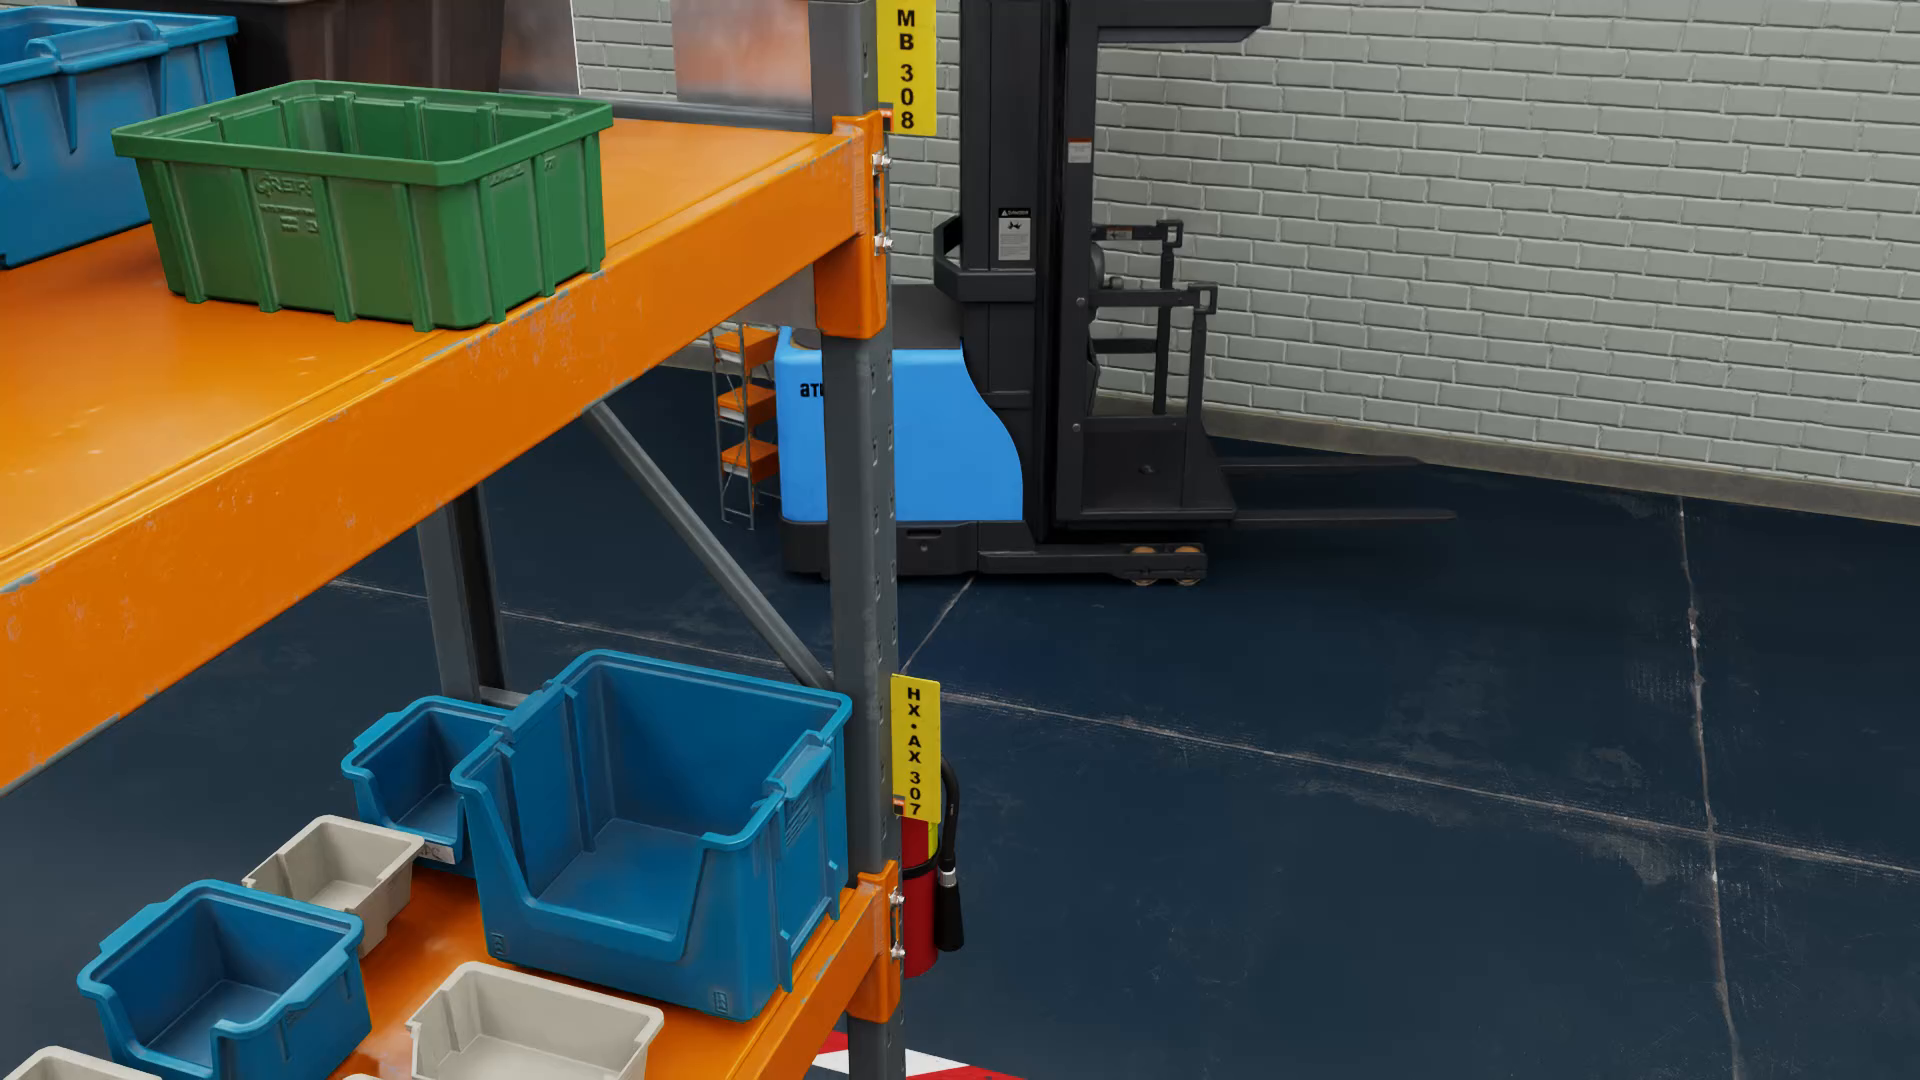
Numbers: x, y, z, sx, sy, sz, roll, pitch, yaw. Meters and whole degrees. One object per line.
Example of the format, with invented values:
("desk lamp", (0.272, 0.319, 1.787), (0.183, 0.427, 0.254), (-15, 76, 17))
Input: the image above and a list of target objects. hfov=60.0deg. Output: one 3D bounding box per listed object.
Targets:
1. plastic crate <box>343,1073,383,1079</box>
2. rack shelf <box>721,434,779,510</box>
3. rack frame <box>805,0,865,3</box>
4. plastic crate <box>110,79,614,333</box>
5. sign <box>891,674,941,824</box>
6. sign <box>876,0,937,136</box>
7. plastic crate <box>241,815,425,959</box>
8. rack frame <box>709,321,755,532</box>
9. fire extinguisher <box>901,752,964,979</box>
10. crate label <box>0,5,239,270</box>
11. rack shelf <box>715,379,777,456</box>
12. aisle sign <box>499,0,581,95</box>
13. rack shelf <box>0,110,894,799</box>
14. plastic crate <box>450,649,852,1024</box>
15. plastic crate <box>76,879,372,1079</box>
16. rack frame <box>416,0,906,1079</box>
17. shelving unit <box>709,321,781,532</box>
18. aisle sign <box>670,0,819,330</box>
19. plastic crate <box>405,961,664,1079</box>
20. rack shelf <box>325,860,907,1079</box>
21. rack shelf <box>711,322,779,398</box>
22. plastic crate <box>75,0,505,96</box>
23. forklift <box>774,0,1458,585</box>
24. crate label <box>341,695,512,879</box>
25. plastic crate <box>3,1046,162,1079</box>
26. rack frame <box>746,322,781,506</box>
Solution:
("plastic crate", (-0.821, 0.983, 2.511), (0.396, 0.136, 0.243), (9, 27, 17))
("rack shelf", (-0.981, -0.322, 7.872), (0.215, 0.259, 0.240), (17, 31, 31))
("rack frame", (-0.610, -2.287, 2.148), (1.000, 3.000, 0.127), (9, 27, 17))
("plastic crate", (-0.669, -0.395, 1.925), (0.450, 0.188, 0.336), (9, 27, 17))
("sign", (-0.086, 0.413, 3.268), (0.100, 0.325, 0.005), (9, 27, 17))
("sign", (-0.086, -0.817, 2.673), (0.100, 0.325, 0.005), (9, 27, 17))
("plastic crate", (-1.188, 0.678, 3.141), (0.250, 0.136, 0.298), (9, 27, 17))
("rack frame", (-1.051, -0.538, 7.656), (0.200, 1.050, 0.008), (17, 31, 31))
("fire extinguisher", (-0.132, 0.620, 3.545), (0.296, 0.674, 0.183), (9, 27, 17))
("crate label", (-1.222, -0.538, 2.147), (0.408, 0.251, 0.502), (9, 27, 17))
("rack shelf", (-0.981, -0.572, 7.751), (0.215, 0.259, 0.240), (17, 31, 31))
("aisle sign", (-0.867, -0.830, 3.038), (0.394, 0.787, 0.004), (9, 27, 17))
("rack shelf", (-1.276, 0.209, 1.261), (1.077, 0.370, 4.000), (9, 27, 17))
("plastic crate", (-0.546, 0.535, 3.094), (0.616, 0.435, 0.499), (9, 27, 17))
("plastic crate", (-1.222, 0.786, 2.809), (0.416, 0.233, 0.300), (9, 27, 17))
("rack frame", (-0.610, 0.413, 3.455), (1.000, 3.000, 0.127), (9, 27, 17))
("shelving unit", (-0.981, -0.582, 7.746), (0.215, 1.050, 0.252), (17, 31, 31))
("aisle sign", (-0.310, -0.744, 2.862), (0.394, 0.787, 0.004), (9, 27, 17))
("plastic crate", (-0.711, 0.866, 2.753), (0.396, 0.136, 0.243), (9, 27, 17))
("rack shelf", (-1.276, 1.559, 1.914), (1.077, 0.370, 4.000), (9, 27, 17))
("rack shelf", (-0.981, -0.828, 7.627), (0.215, 0.259, 0.240), (17, 31, 31))
("plastic crate", (-1.001, -0.760, 2.586), (0.497, 0.269, 0.590), (9, 27, 17))
("forklift", (0.713, -1.352, 7.178), (3.031, 2.935, 1.130), (-1, 26, -1))
("crate label", (-1.003, 0.515, 3.367), (0.416, 0.233, 0.303), (9, 27, 17))
("plastic crate", (-1.414, 0.957, 2.565), (0.250, 0.136, 0.298), (9, 27, 17))
("rack frame", (-0.912, -0.625, 7.837), (0.200, 1.050, 0.008), (17, 31, 31))
